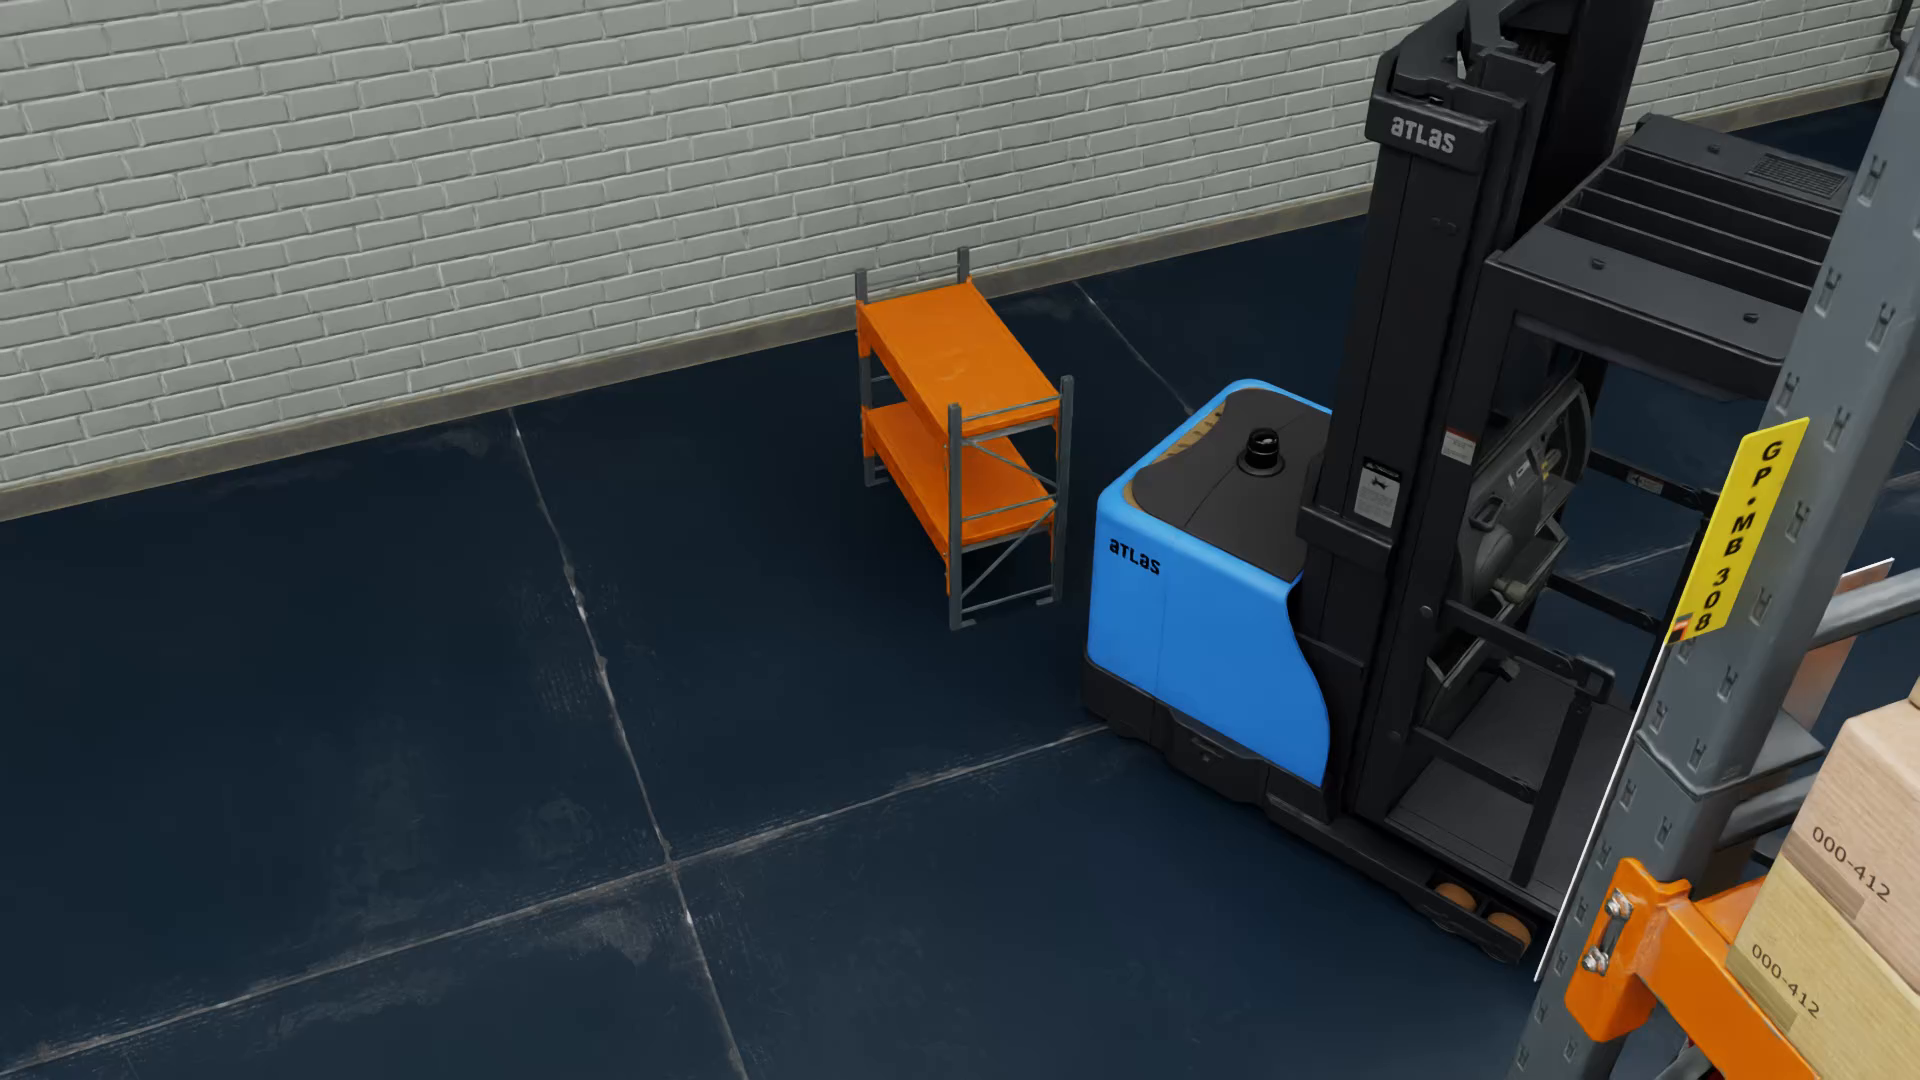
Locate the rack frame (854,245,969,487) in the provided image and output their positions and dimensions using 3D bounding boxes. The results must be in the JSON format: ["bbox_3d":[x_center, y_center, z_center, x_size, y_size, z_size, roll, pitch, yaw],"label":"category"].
[{"bbox_3d":[-0.197,-0.737,7.244,0.500,1.125,0.032,-15,43,-17],"label":"rack frame"}]

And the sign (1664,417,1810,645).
[{"bbox_3d":[0.926,-0.005,1.984,0.100,0.325,0.005,-15,43,-17],"label":"sign"}]

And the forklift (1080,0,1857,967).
[{"bbox_3d":[1.925,-0.086,5.102,3.031,2.935,1.130,28,48,29],"label":"forklift"}]

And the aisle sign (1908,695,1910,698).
[{"bbox_3d":[1.676,0.224,2.695,0.394,0.787,0.004,-15,43,-17],"label":"aisle sign"}]

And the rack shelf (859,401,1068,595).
[{"bbox_3d":[-0.003,-0.245,7.047,0.538,0.278,1.000,-15,43,-17],"label":"rack shelf"}]

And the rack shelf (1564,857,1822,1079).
[{"bbox_3d":[2.192,1.669,1.260,1.077,0.370,4.000,-15,43,-17],"label":"rack shelf"}]

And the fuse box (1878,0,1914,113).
[{"bbox_3d":[5.779,-3.306,9.782,0.539,1.711,0.414,-15,43,-17],"label":"fuse box"}]

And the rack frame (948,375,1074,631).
[{"bbox_3d":[0.192,-0.124,6.532,0.500,1.125,0.032,-15,43,-17],"label":"rack frame"}]

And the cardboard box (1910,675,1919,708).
[{"bbox_3d":[1.340,0.159,1.890,0.380,0.149,0.250,-15,43,-17],"label":"cardboard box"}]

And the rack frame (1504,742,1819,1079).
[{"bbox_3d":[1.427,1.328,3.405,1.000,3.000,0.127,-15,43,-17],"label":"rack frame"}]

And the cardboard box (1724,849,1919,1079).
[{"bbox_3d":[1.363,0.582,2.087,0.500,0.250,0.500,-14,43,-15],"label":"cardboard box"}]

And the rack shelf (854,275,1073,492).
[{"bbox_3d":[-0.003,-0.652,6.697,0.538,0.278,1.000,-15,43,-17],"label":"rack shelf"}]

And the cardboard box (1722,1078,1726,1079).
[{"bbox_3d":[1.353,1.135,2.558,0.500,0.500,0.500,-15,43,-17],"label":"cardboard box"}]

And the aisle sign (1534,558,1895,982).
[{"bbox_3d":[1.122,0.374,2.521,0.394,0.787,0.004,-15,43,-17],"label":"aisle sign"}]

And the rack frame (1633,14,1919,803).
[{"bbox_3d":[1.427,-0.946,1.449,1.000,3.000,0.127,-15,43,-17],"label":"rack frame"}]

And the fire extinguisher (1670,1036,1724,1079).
[{"bbox_3d":[1.757,1.232,3.862,0.296,0.674,0.183,-15,43,-17],"label":"fire extinguisher"}]

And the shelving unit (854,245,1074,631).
[{"bbox_3d":[-0.003,-0.431,6.888,0.538,1.125,1.048,-15,43,-17],"label":"shelving unit"}]

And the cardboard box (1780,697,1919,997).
[{"bbox_3d":[1.359,0.394,1.923,0.500,0.250,0.500,-14,43,-16],"label":"cardboard box"}]
